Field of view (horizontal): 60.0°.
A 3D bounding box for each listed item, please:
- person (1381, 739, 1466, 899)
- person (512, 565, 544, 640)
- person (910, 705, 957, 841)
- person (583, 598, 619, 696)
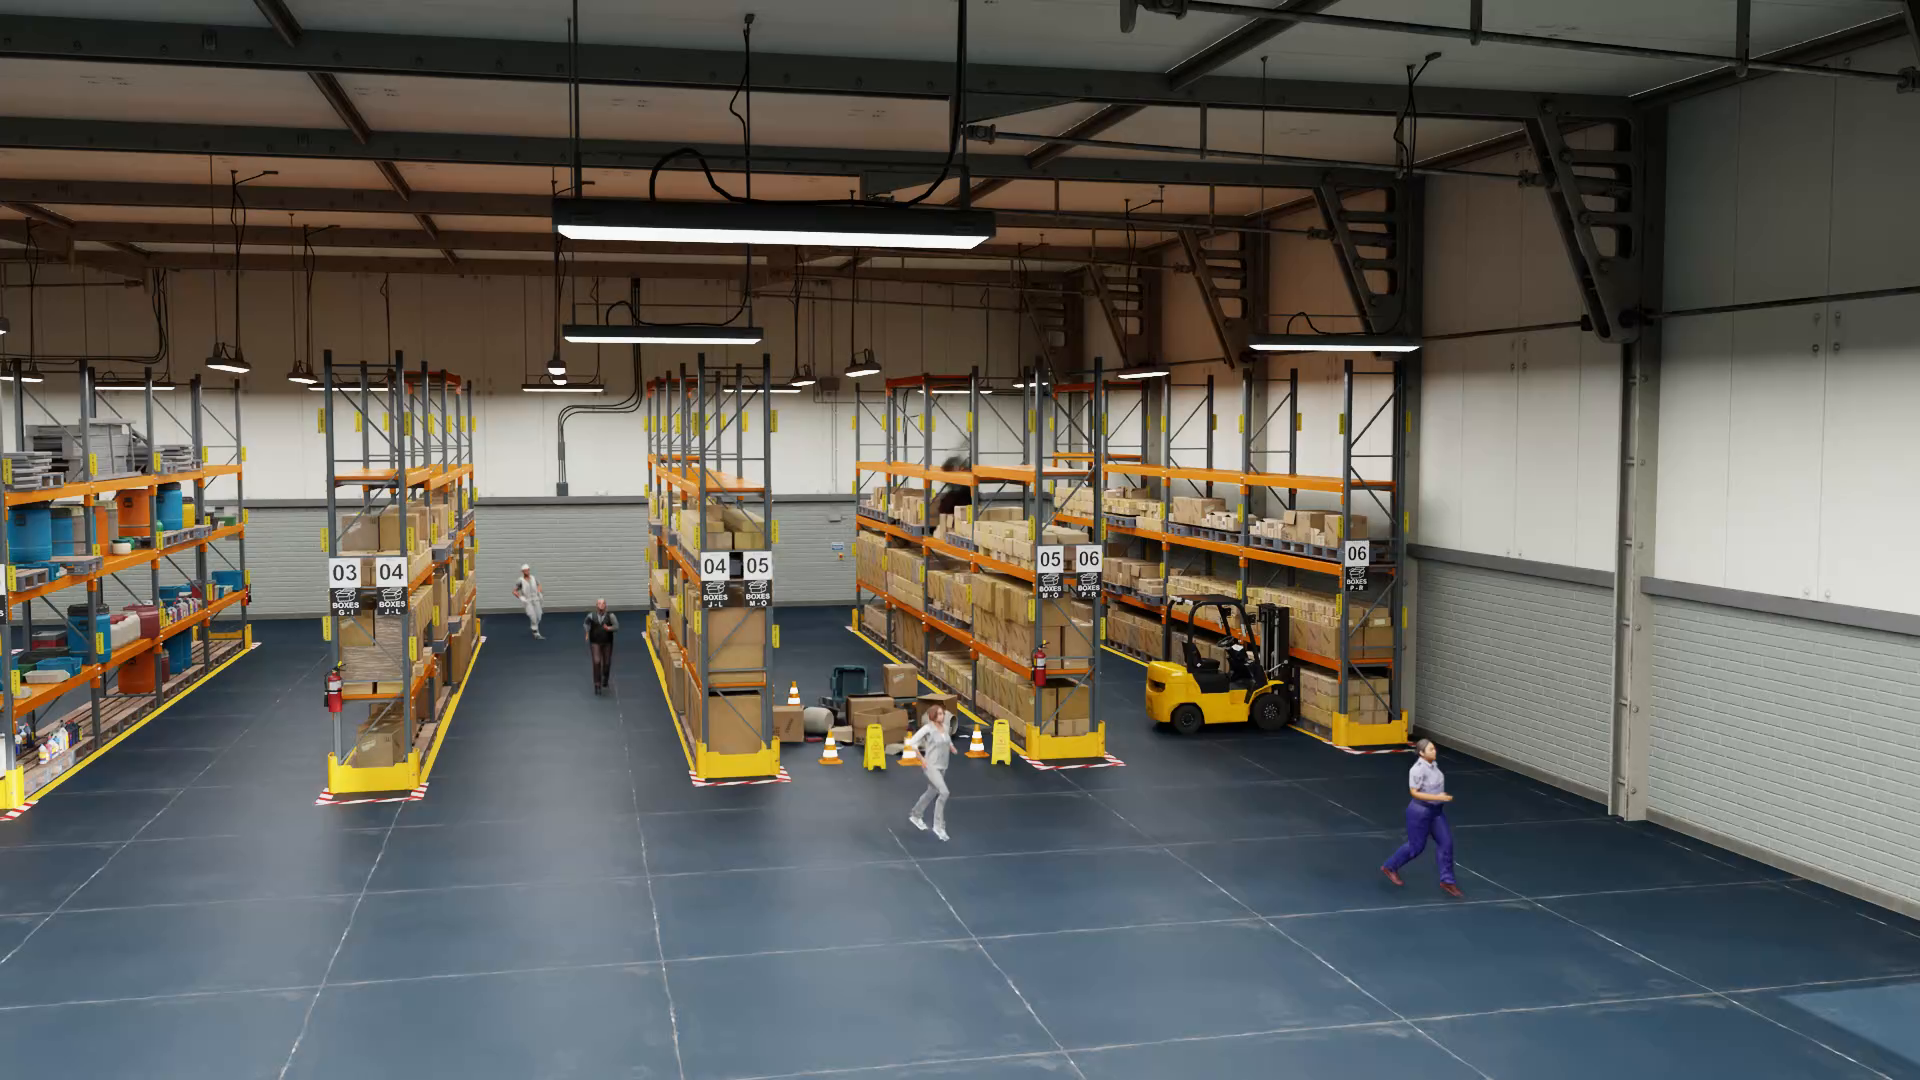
[{"bbox_3d":[4.950,2.950,17.743,0.898,1.679,0.614,4,5,41],"label":"person"},{"bbox_3d":[-10.028,1.439,38.644,0.709,1.745,0.728,-3,5,-35],"label":"person"},{"bbox_3d":[-0.328,2.801,20.208,0.712,1.639,0.523,3,5,38],"label":"person"},{"bbox_3d":[-6.695,1.966,31.067,0.638,1.755,0.874,-1,4,-16],"label":"person"}]
